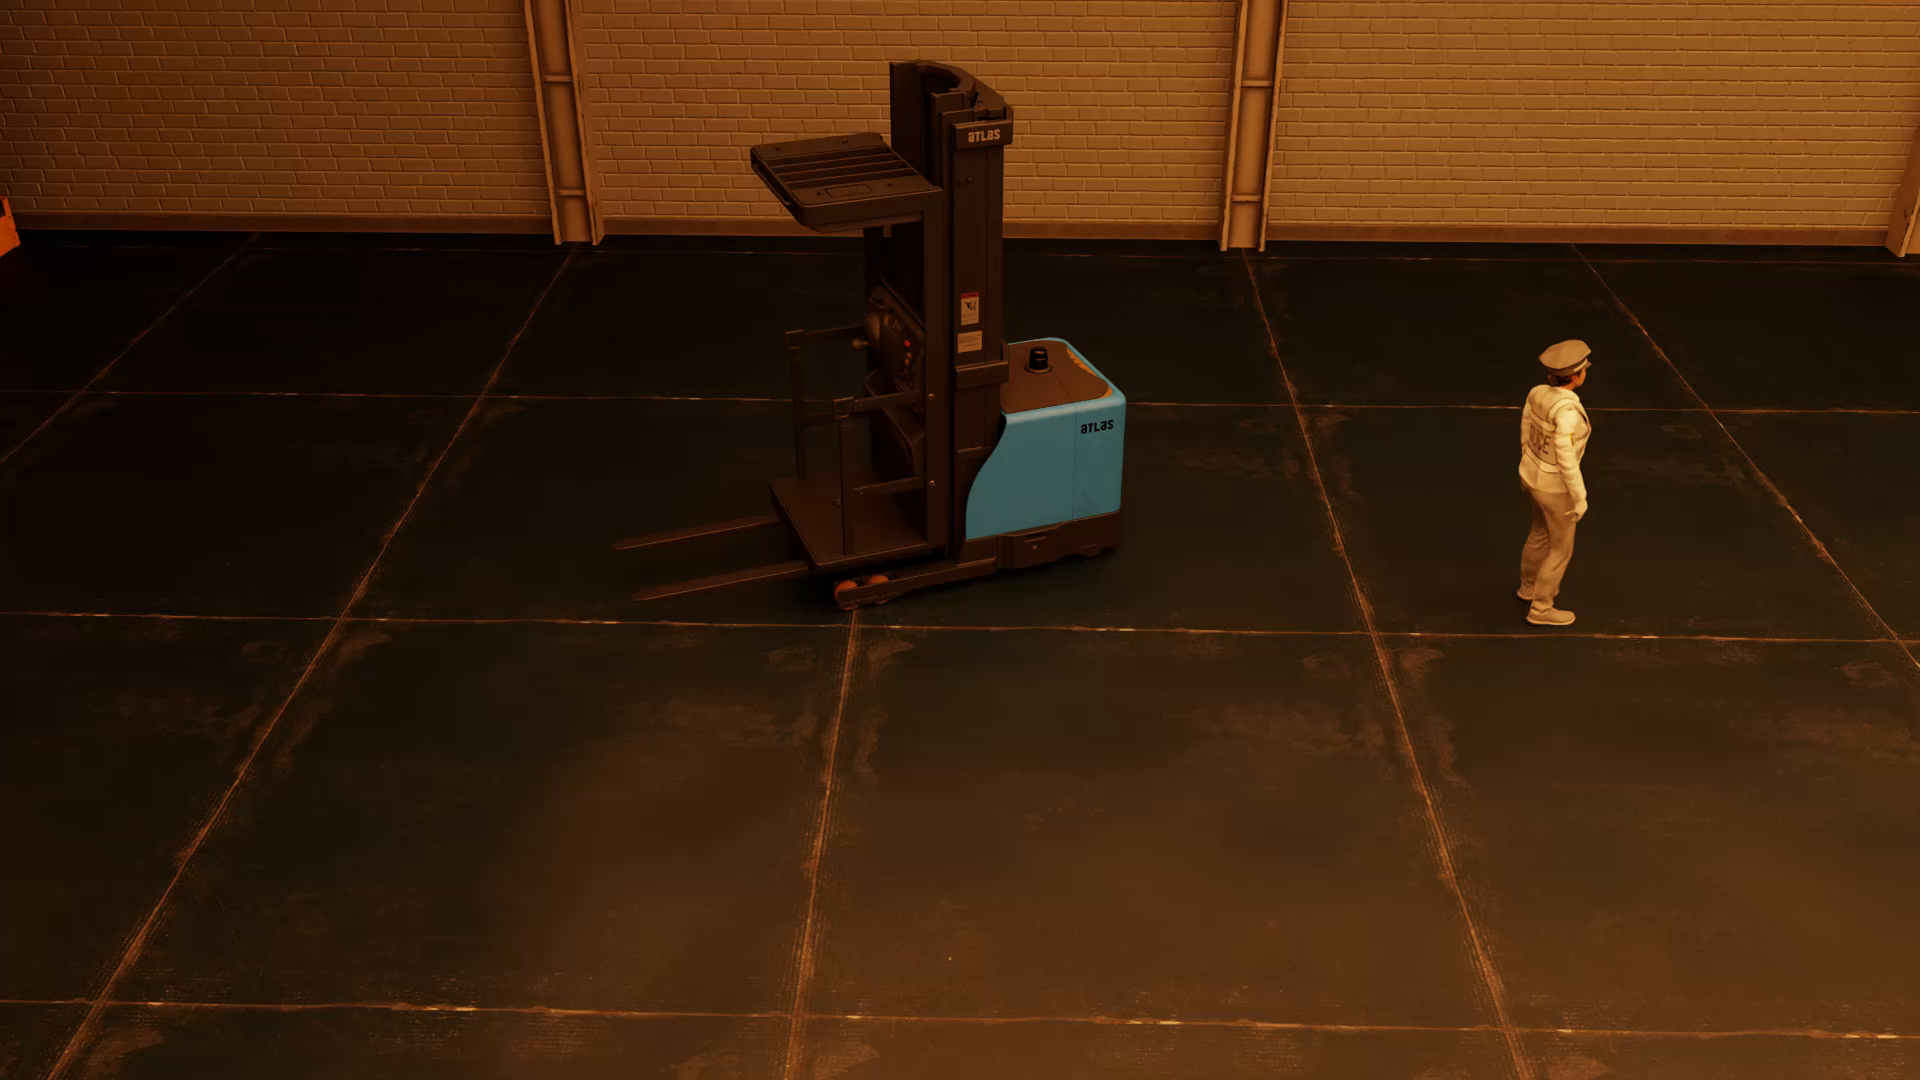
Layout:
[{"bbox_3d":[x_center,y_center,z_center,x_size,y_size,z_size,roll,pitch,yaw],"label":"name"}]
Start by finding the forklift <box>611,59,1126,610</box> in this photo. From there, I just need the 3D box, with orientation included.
[{"bbox_3d":[-0.569,-1.153,9.570,3.031,2.935,1.130,-11,32,-18],"label":"forklift"}]

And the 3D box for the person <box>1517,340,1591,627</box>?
[{"bbox_3d":[3.387,-0.318,9.402,0.450,1.712,0.568,-4,31,-8],"label":"person"}]
